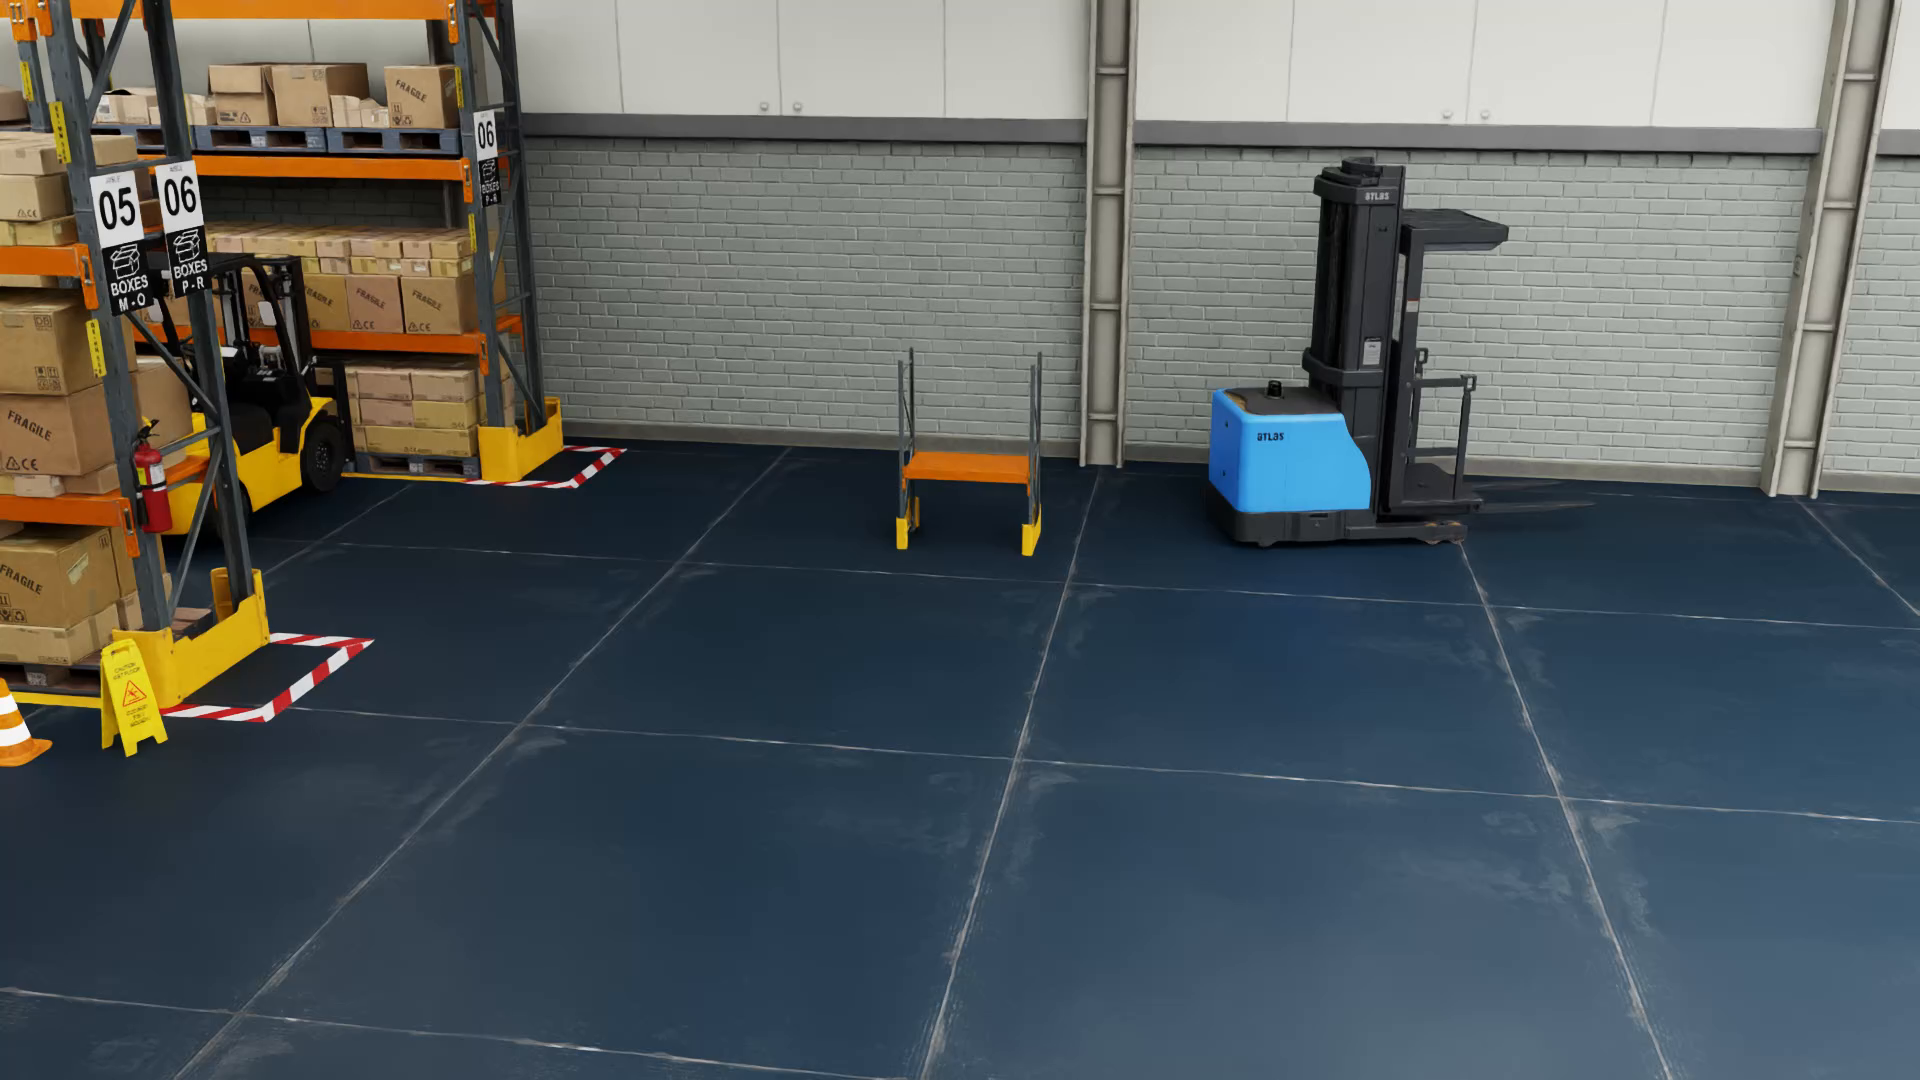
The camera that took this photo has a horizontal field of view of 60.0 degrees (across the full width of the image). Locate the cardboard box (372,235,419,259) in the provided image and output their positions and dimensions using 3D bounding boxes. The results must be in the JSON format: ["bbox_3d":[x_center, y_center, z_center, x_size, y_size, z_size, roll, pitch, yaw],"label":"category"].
[{"bbox_3d":[-4.959,-2.582,14.645,0.250,0.149,0.380,3,19,10],"label":"cardboard box"}]

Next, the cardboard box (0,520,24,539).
[{"bbox_3d":[-6.050,-0.086,10.301,0.250,0.149,0.380,3,19,10],"label":"cardboard box"}]

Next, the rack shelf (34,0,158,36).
[{"bbox_3d":[-6.819,-3.175,9.748,4.000,0.370,1.077,3,19,9],"label":"rack shelf"}]

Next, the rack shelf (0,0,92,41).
[{"bbox_3d":[-9.985,-4.743,15.061,4.000,0.370,1.077,3,19,9],"label":"rack shelf"}]

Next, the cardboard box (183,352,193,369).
[{"bbox_3d":[-7.079,-1.546,15.292,0.500,0.250,0.500,3,19,9],"label":"cardboard box"}]

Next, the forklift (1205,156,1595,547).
[{"bbox_3d":[3.607,-1.521,13.228,3.031,2.935,1.130,-2,19,-6],"label":"forklift"}]

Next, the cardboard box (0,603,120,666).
[{"bbox_3d":[-5.709,0.576,10.527,0.500,0.250,0.500,3,19,8],"label":"cardboard box"}]

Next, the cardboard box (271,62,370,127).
[{"bbox_3d":[-5.532,-3.872,14.444,0.500,0.500,0.700,3,19,9],"label":"cardboard box"}]

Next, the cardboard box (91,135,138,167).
[{"bbox_3d":[-5.163,-2.335,9.966,0.250,0.149,0.380,3,19,8],"label":"cardboard box"}]

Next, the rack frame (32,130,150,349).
[{"bbox_3d":[-8.010,-2.328,15.534,0.127,3.000,1.000,3,19,9],"label":"rack frame"}]

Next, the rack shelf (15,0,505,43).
[{"bbox_3d":[-6.035,-4.542,14.459,4.000,0.370,1.077,3,19,9],"label":"rack shelf"}]

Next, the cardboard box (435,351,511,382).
[{"bbox_3d":[-4.505,-1.580,15.393,0.500,0.250,0.500,3,19,8],"label":"cardboard box"}]

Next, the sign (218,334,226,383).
[{"bbox_3d":[-4.758,-1.152,10.655,0.005,0.325,0.100,3,19,9],"label":"sign"}]

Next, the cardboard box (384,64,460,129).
[{"bbox_3d":[-4.536,-3.789,14.196,0.500,0.500,0.500,4,19,10],"label":"cardboard box"}]

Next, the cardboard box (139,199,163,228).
[{"bbox_3d":[-5.120,-1.993,10.202,0.250,0.149,0.380,3,19,9],"label":"cardboard box"}]

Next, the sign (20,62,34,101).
[{"bbox_3d":[-8.087,-3.975,14.417,0.005,0.325,0.100,3,19,9],"label":"sign"}]

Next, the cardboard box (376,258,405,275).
[{"bbox_3d":[-4.951,-2.447,14.710,0.250,0.149,0.380,3,19,10],"label":"cardboard box"}]

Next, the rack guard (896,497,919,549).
[{"bbox_3d":[-0.416,-0.140,13.327,0.087,0.250,0.587,3,19,9],"label":"rack guard"}]

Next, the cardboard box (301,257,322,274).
[{"bbox_3d":[-5.718,-2.468,14.773,0.250,0.149,0.380,3,19,9],"label":"cardboard box"}]

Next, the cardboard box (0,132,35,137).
[{"bbox_3d":[-5.887,-2.410,10.192,0.250,0.149,0.380,3,19,8],"label":"cardboard box"}]

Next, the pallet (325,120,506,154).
[{"bbox_3d":[-4.755,-3.551,14.601,1.213,0.211,1.003,3,19,9],"label":"pallet"}]

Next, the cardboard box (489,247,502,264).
[{"bbox_3d":[-4.354,-2.580,15.108,0.250,0.149,0.380,2,19,7],"label":"cardboard box"}]

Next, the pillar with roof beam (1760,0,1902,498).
[{"bbox_3d":[6.560,-3.337,9.093,0.400,9.000,9.100,3,19,9],"label":"pillar with roof beam"}]

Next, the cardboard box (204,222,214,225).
[{"bbox_3d":[-7.142,-2.868,15.499,0.250,0.149,0.380,3,19,8],"label":"cardboard box"}]

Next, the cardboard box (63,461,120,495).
[{"bbox_3d":[-5.248,-0.404,10.180,0.250,0.149,0.380,4,19,10],"label":"cardboard box"}]

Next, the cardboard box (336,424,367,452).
[{"bbox_3d":[-5.557,-1.003,15.244,0.500,0.250,0.500,3,19,9],"label":"cardboard box"}]

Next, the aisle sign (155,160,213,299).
[{"bbox_3d":[-4.734,-1.898,10.153,0.004,0.787,0.394,3,19,9],"label":"aisle sign"}]

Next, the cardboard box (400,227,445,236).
[{"bbox_3d":[-4.874,-2.739,15.114,0.250,0.149,0.380,3,19,10],"label":"cardboard box"}]

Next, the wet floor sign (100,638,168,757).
[{"bbox_3d":[-4.826,0.890,9.627,0.232,0.644,0.267,10,21,27],"label":"wet floor sign"}]

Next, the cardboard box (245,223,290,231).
[{"bbox_3d":[-6.388,-2.828,15.380,0.250,0.149,0.380,3,19,8],"label":"cardboard box"}]

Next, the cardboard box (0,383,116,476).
[{"bbox_3d":[-5.424,-0.701,10.045,0.500,0.500,0.500,3,19,8],"label":"cardboard box"}]

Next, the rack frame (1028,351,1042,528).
[{"bbox_3d":[0.586,-0.681,12.976,0.032,1.500,0.500,3,19,9],"label":"rack frame"}]

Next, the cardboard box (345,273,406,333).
[{"bbox_3d":[-5.099,-2.146,14.831,0.500,0.500,0.500,4,19,10],"label":"cardboard box"}]

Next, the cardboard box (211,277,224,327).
[{"bbox_3d":[-6.596,-2.225,15.069,0.500,0.500,0.500,3,19,8],"label":"cardboard box"}]

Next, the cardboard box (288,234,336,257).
[{"bbox_3d":[-5.724,-2.608,14.721,0.250,0.149,0.380,3,19,10],"label":"cardboard box"}]

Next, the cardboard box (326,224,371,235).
[{"bbox_3d":[-5.624,-2.806,15.314,0.250,0.149,0.380,2,19,7],"label":"cardboard box"}]

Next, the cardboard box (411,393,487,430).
[{"bbox_3d":[-4.591,-1.186,15.003,0.500,0.250,0.500,3,19,8],"label":"cardboard box"}]

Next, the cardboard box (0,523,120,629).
[{"bbox_3d":[-5.677,0.219,10.411,0.500,0.500,0.500,3,19,9],"label":"cardboard box"}]

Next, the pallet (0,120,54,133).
[{"bbox_3d":[-8.883,-3.700,15.209,1.217,0.209,0.805,2,19,6],"label":"pallet"}]

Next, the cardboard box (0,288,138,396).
[{"bbox_3d":[-5.383,-1.192,9.935,0.500,0.500,0.700,2,19,7],"label":"cardboard box"}]

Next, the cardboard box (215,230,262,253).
[{"bbox_3d":[-6.458,-2.675,14.923,0.250,0.149,0.380,3,19,8],"label":"cardboard box"}]

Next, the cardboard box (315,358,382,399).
[{"bbox_3d":[-5.570,-1.468,15.059,0.500,0.250,0.500,3,19,9],"label":"cardboard box"}]

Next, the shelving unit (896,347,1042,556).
[{"bbox_3d":[0.075,-0.707,13.054,1.083,1.500,0.587,3,19,9],"label":"shelving unit"}]

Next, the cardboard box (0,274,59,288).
[{"bbox_3d":[-8.535,-2.439,15.313,0.500,0.250,0.500,3,19,7],"label":"cardboard box"}]

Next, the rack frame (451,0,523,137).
[{"bbox_3d":[-4.061,-4.972,13.980,0.127,3.000,1.000,3,19,9],"label":"rack frame"}]

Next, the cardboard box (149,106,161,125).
[{"bbox_3d":[-6.856,-3.722,14.548,0.250,0.149,0.380,3,19,10],"label":"cardboard box"}]

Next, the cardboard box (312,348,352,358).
[{"bbox_3d":[-5.996,-1.660,15.633,0.500,0.250,0.500,3,19,8],"label":"cardboard box"}]

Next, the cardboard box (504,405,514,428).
[{"bbox_3d":[-4.515,-1.108,15.559,0.500,0.250,0.500,3,19,9],"label":"cardboard box"}]

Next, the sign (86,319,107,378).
[{"bbox_3d":[-4.952,-1.098,9.534,0.005,0.325,0.100,3,19,9],"label":"sign"}]

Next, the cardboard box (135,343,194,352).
[{"bbox_3d":[-7.494,-1.733,15.852,0.500,0.250,0.500,3,19,10],"label":"cardboard box"}]
